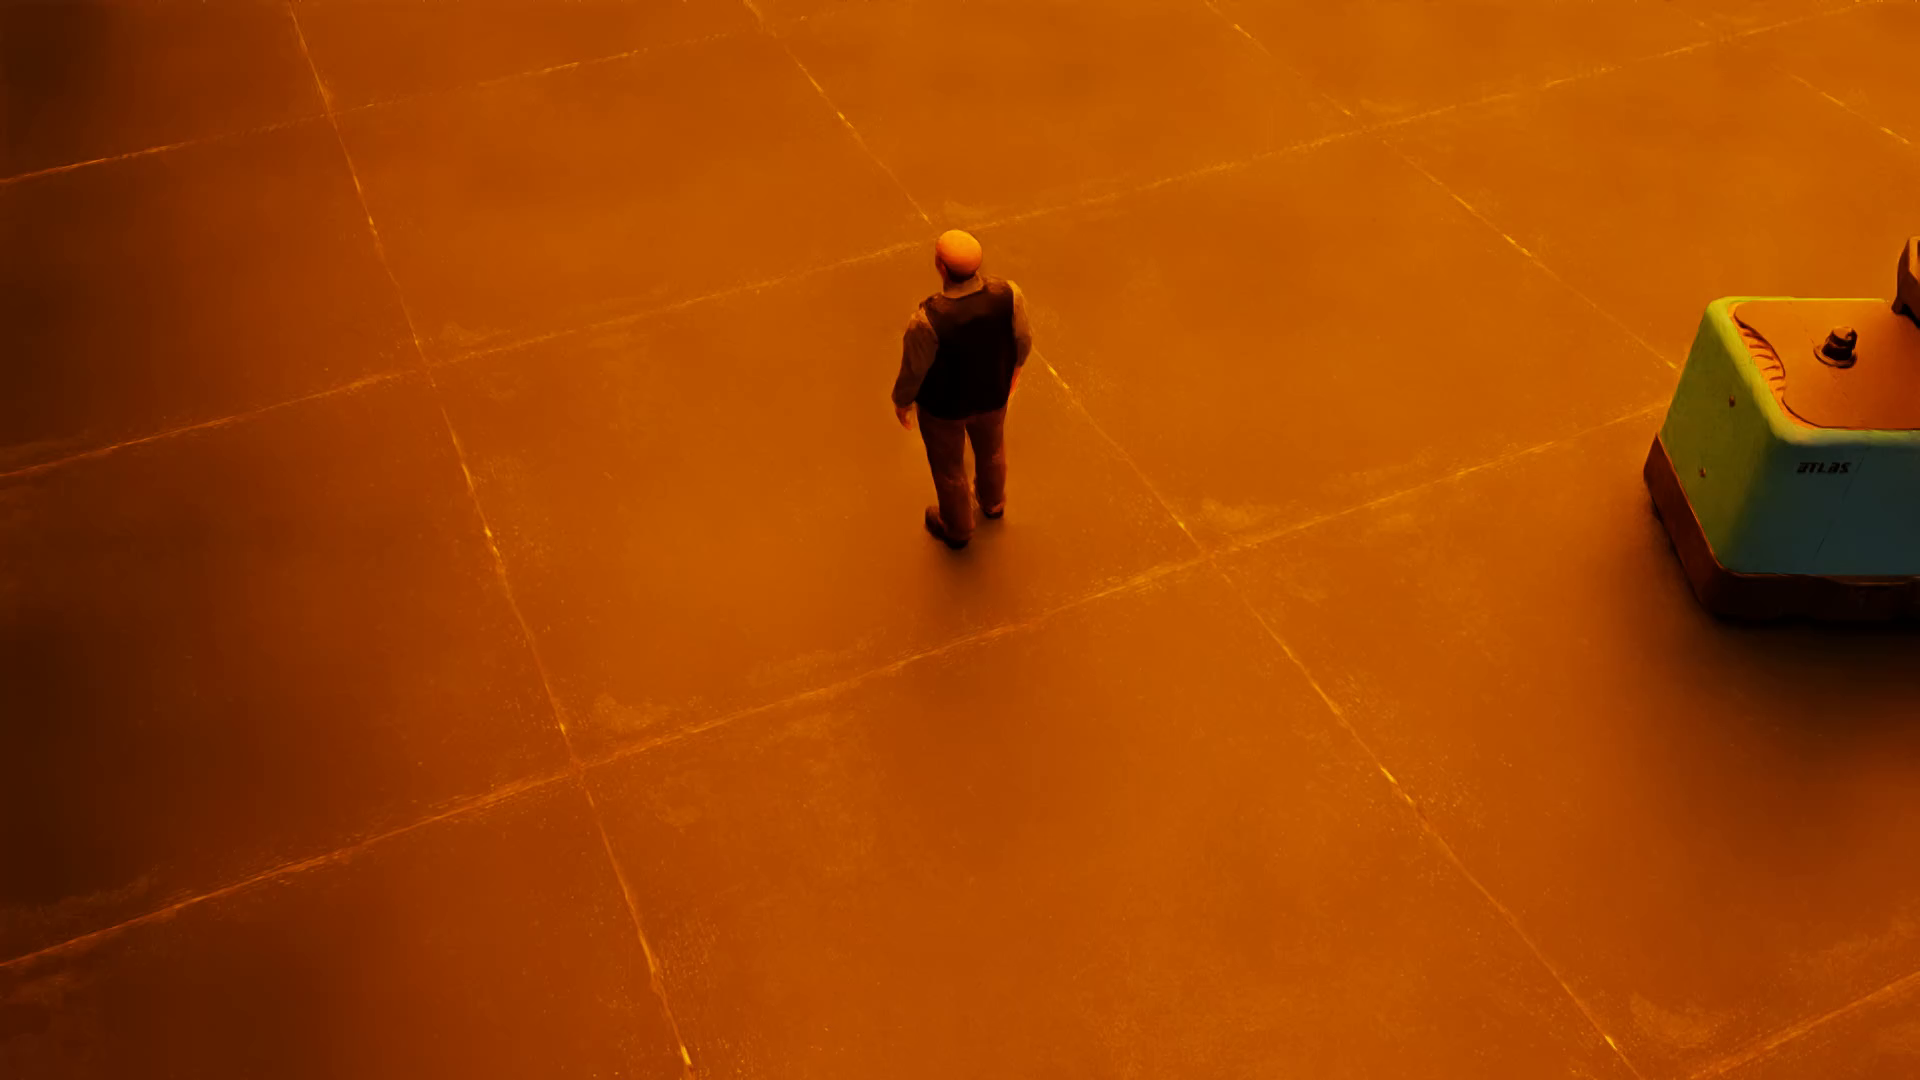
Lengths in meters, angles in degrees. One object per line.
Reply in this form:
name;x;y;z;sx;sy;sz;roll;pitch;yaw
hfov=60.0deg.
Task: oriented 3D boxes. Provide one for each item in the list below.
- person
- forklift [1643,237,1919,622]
person;-0.019;-0.676;7.280;0.632;1.720;0.567;-18;46;-18
forklift;4.823;-1.036;6.790;3.031;2.935;1.130;0;43;0
